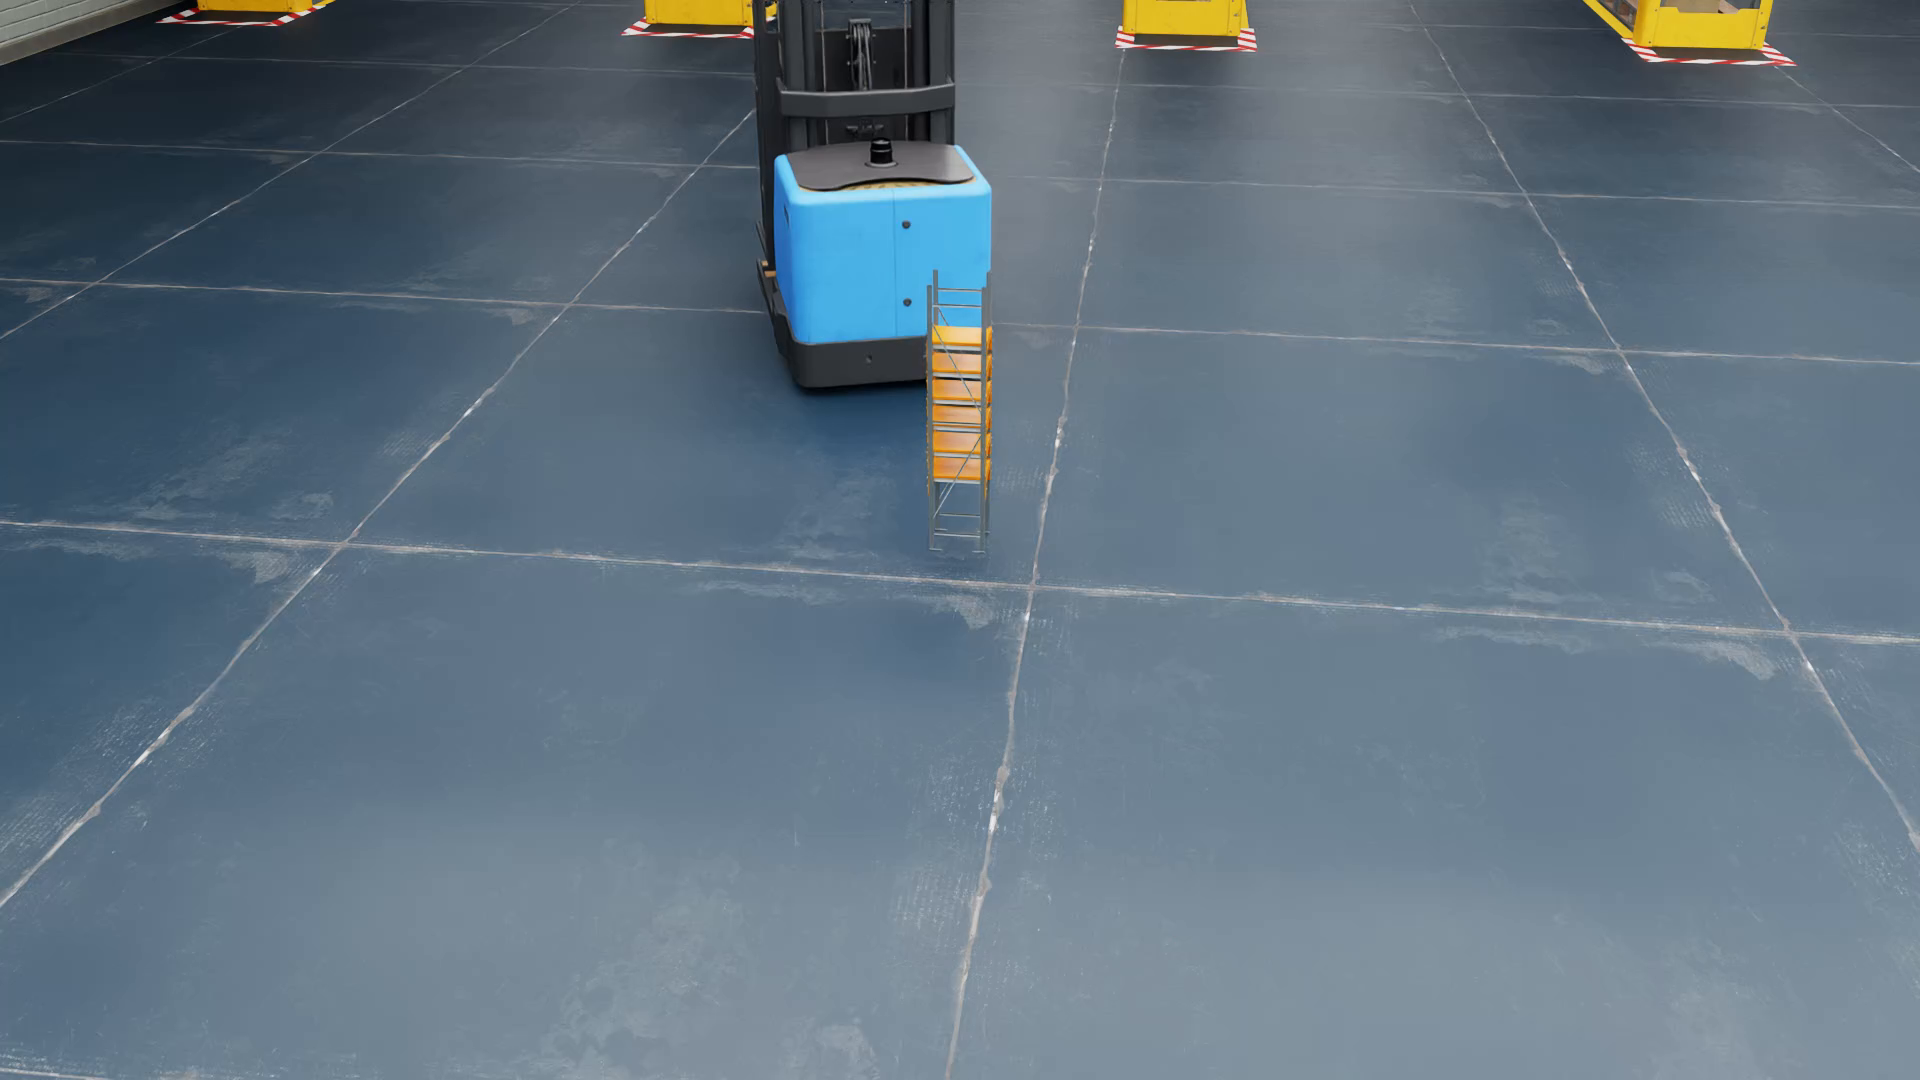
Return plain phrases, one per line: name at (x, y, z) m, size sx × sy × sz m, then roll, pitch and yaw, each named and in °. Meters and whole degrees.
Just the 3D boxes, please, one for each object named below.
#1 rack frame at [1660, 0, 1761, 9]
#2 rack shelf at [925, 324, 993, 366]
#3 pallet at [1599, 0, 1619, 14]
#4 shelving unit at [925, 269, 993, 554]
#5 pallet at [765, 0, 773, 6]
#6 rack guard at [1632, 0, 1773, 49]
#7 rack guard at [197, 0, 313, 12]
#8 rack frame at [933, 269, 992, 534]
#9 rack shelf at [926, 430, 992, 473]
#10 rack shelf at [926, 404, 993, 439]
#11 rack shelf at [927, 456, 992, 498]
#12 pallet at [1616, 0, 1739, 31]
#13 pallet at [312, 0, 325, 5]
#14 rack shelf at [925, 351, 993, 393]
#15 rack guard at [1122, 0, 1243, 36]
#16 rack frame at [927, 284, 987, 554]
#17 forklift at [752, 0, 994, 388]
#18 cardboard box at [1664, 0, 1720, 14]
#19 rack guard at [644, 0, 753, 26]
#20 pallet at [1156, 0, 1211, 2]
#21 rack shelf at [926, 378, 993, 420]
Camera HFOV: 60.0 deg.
rack frame at (7.184, -6.128, 15.461) m, size 1.000 × 3.000 × 0.127 m, roll 3°, pitch 28°, yaw 6°
rack shelf at (-0.002, -0.799, 6.803) m, size 0.258 × 0.103 × 0.180 m, roll 3°, pitch 28°, yaw 6°
pallet at (7.480, -5.889, 17.958) m, size 1.003 × 0.211 × 1.213 m, roll 3°, pitch 28°, yaw 6°
shelving unit at (-0.002, -0.521, 6.953) m, size 0.258 × 1.200 × 0.189 m, roll 3°, pitch 28°, yaw 6°
pallet at (-2.595, -5.840, 17.867) m, size 1.003 × 0.211 × 1.213 m, roll 3°, pitch 28°, yaw 6°
rack guard at (7.193, -5.063, 16.121) m, size 1.175 × 0.500 × 0.348 m, roll 3°, pitch 28°, yaw 6°
rack guard at (-7.555, -5.927, 17.724) m, size 1.175 × 0.500 × 0.348 m, roll 3°, pitch 28°, yaw 6°
rack frame at (0.009, -0.564, 7.033) m, size 0.240 × 1.200 × 0.006 m, roll 3°, pitch 28°, yaw 6°
rack shelf at (-0.002, -0.377, 7.031) m, size 0.258 × 0.103 × 0.180 m, roll 3°, pitch 28°, yaw 6°
rack shelf at (-0.002, -0.482, 6.974) m, size 0.258 × 0.103 × 0.180 m, roll 3°, pitch 28°, yaw 6°
rack shelf at (-0.002, -0.271, 7.088) m, size 0.258 × 0.103 × 0.180 m, roll 3°, pitch 28°, yaw 6°
pallet at (7.328, -5.316, 16.895) m, size 1.003 × 0.211 × 1.213 m, roll 3°, pitch 28°, yaw 6°
pallet at (-7.420, -6.180, 18.498) m, size 1.003 × 0.211 × 1.213 m, roll 3°, pitch 28°, yaw 6°
rack shelf at (-0.002, -0.694, 6.860) m, size 0.258 × 0.103 × 0.180 m, roll 3°, pitch 28°, yaw 6°
rack guard at (2.231, -5.354, 16.660) m, size 1.175 × 0.500 × 0.348 m, roll 3°, pitch 28°, yaw 6°
rack frame at (-0.013, -0.478, 6.873) m, size 0.240 × 1.200 × 0.006 m, roll 3°, pitch 28°, yaw 6°
forklift at (-0.619, -2.754, 9.271) m, size 1.130 × 2.935 × 3.031 m, roll -5°, pitch 29°, yaw -10°
cardboard box at (7.277, -5.505, 16.498) m, size 0.500 × 0.500 × 0.500 m, roll 9°, pitch 30°, yaw 16°
rack guard at (-2.650, -5.593, 17.105) m, size 1.175 × 0.500 × 0.348 m, roll 3°, pitch 28°, yaw 6°
pallet at (2.336, -5.608, 17.438) m, size 1.003 × 0.211 × 1.213 m, roll 3°, pitch 28°, yaw 6°
rack shelf at (-0.002, -0.588, 6.917) m, size 0.258 × 0.103 × 0.180 m, roll 3°, pitch 28°, yaw 6°
